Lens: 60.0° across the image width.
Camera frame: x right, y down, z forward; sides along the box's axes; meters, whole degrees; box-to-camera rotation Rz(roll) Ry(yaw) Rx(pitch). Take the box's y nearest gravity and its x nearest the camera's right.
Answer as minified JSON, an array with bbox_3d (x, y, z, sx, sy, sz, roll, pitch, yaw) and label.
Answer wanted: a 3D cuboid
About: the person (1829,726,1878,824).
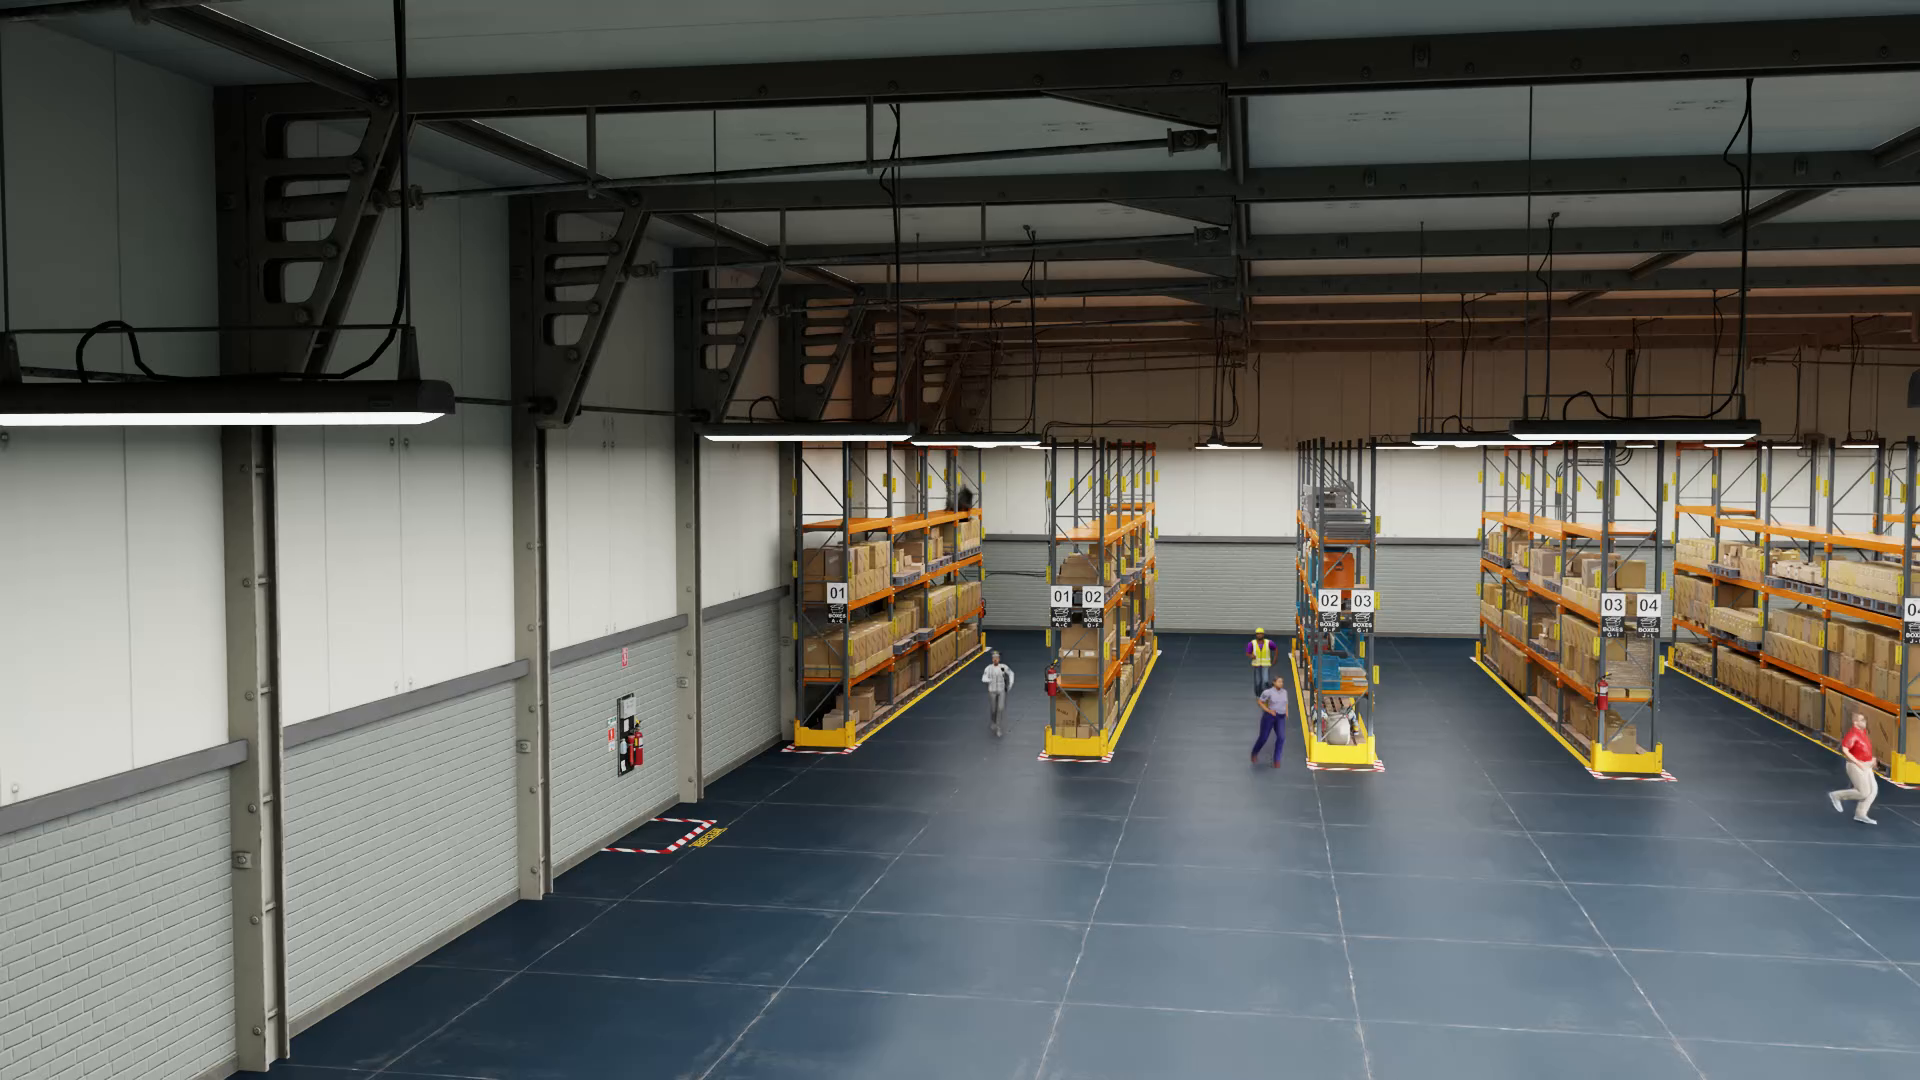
[{"bbox_3d":[13.879,3.628,25.786,0.645,1.492,0.657,-3,4,-45],"label":"person"}]

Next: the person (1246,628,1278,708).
[{"bbox_3d":[6.794,2.878,37.491,0.706,1.803,0.764,1,3,13],"label":"person"}]

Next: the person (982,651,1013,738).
[{"bbox_3d":[0.759,3.100,33.711,0.622,1.714,0.896,0,3,6],"label":"person"}]

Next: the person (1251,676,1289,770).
[{"bbox_3d":[5.732,3.316,30.347,0.697,1.659,0.827,-1,3,-13],"label":"person"}]
